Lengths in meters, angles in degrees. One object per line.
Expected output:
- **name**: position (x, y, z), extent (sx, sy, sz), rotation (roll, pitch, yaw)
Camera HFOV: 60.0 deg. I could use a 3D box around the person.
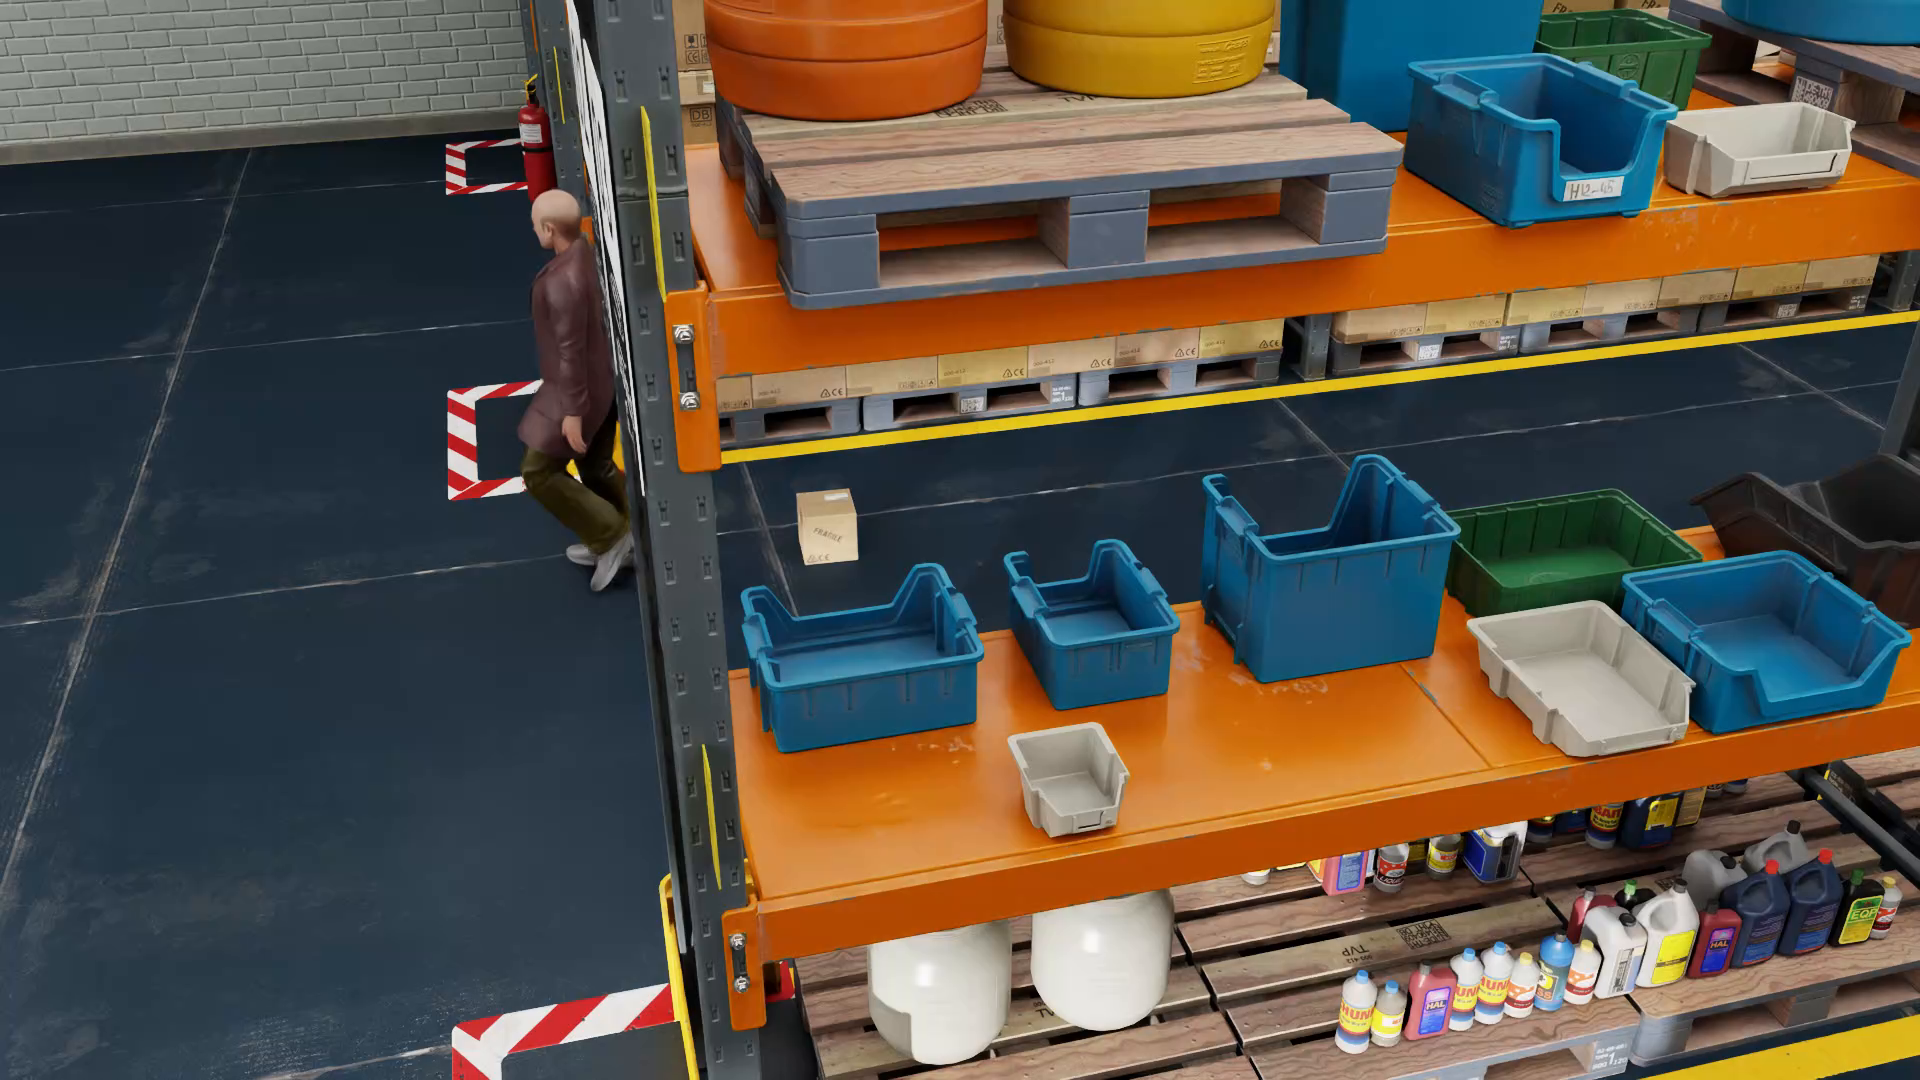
- **person**: position (-1.661, -0.626, 7.200), extent (0.485, 1.808, 0.630), rotation (3, 30, 5)
